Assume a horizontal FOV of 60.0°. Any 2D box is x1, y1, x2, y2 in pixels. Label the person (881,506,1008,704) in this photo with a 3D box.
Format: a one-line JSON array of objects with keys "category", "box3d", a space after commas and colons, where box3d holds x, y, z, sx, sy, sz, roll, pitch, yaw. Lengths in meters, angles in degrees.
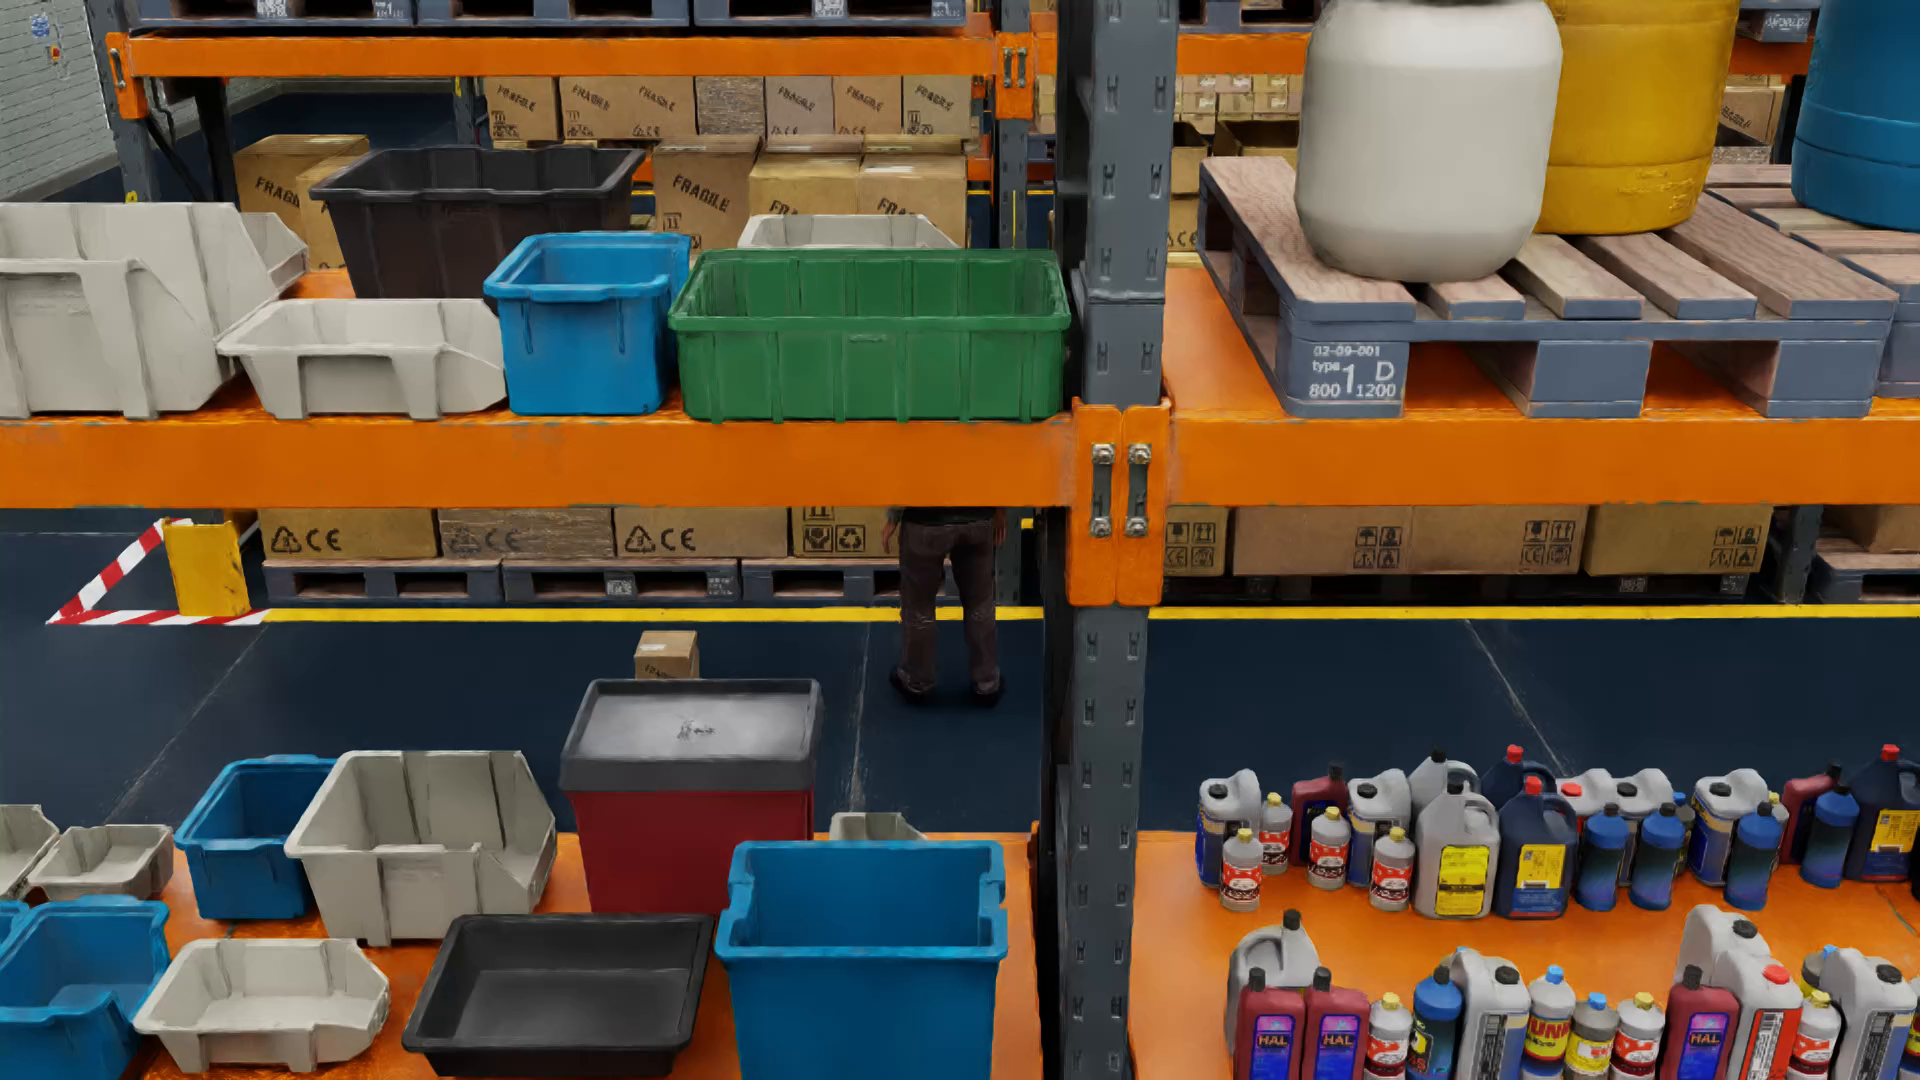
[{"category": "person", "box3d": [-0.067, -0.093, 7.273, 0.591, 1.731, 0.470, -12, 27, -25]}]
